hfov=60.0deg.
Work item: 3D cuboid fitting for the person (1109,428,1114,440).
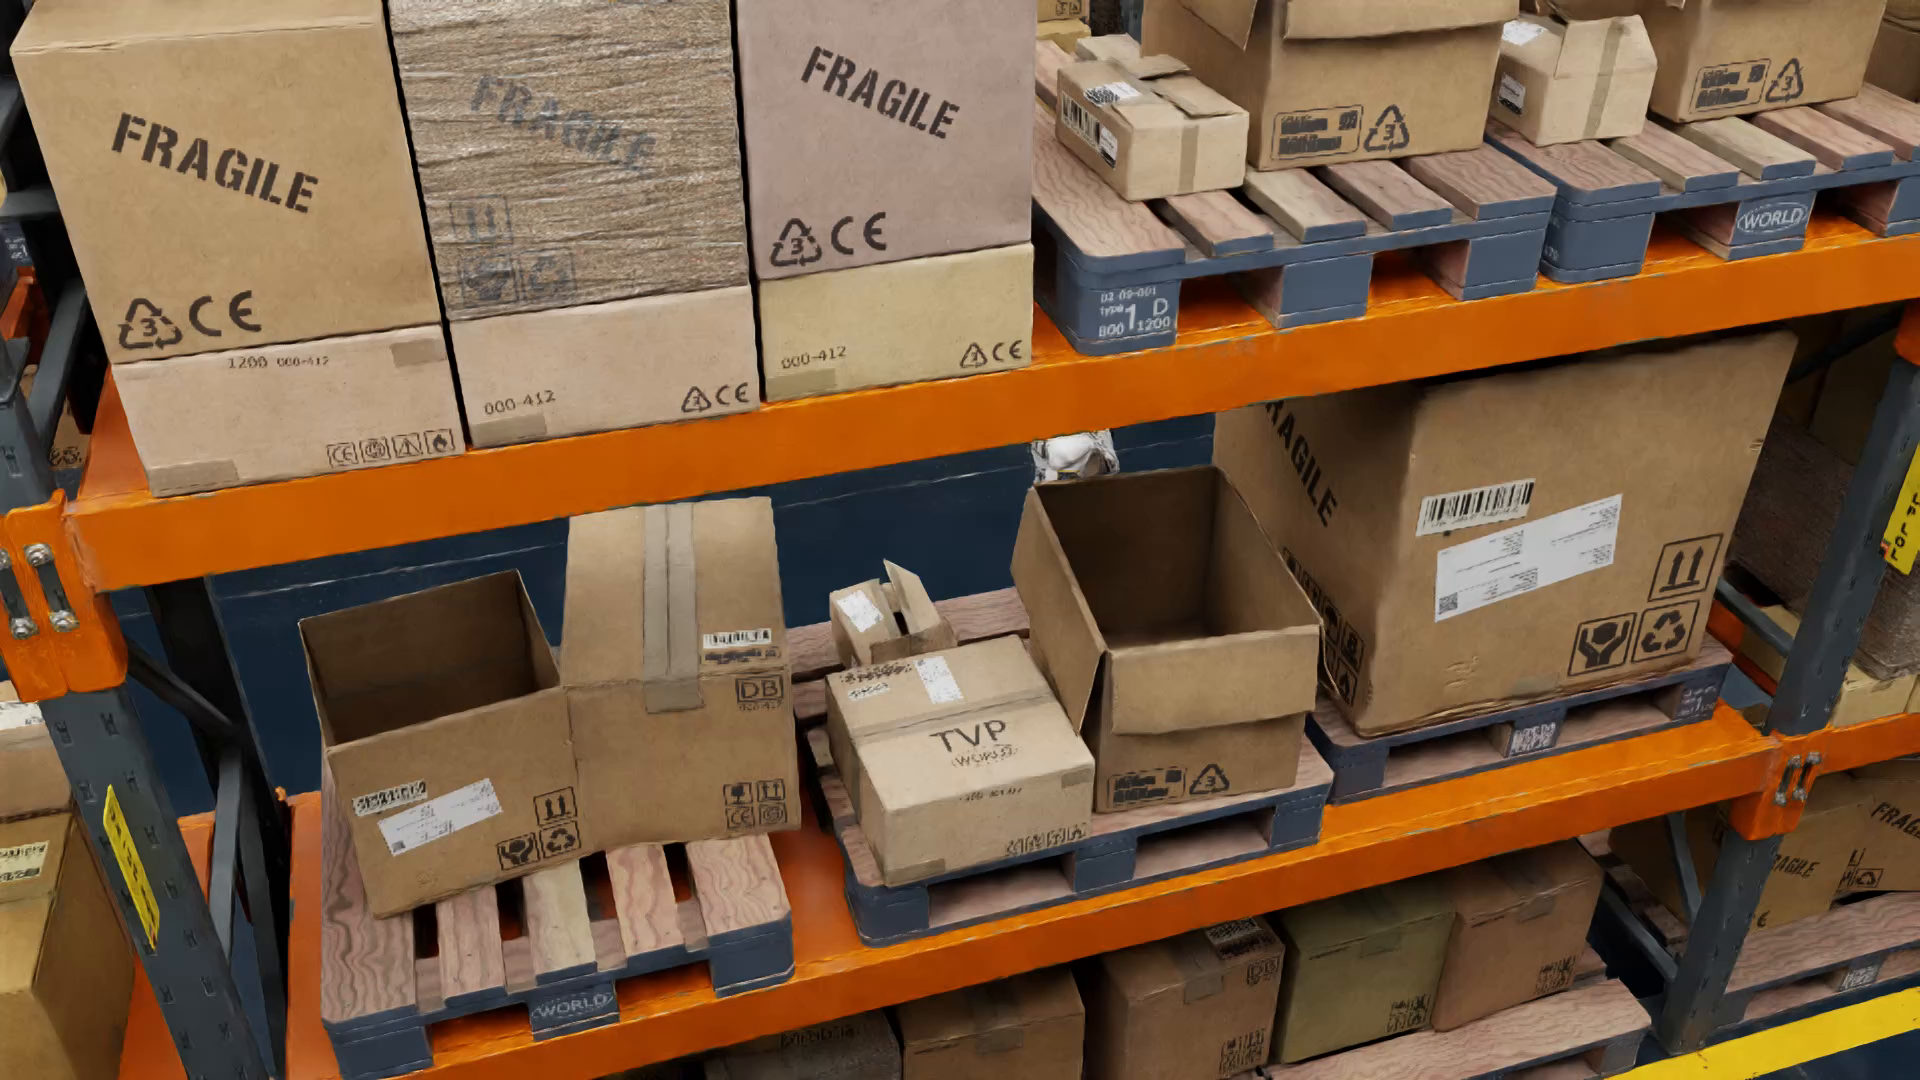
[{"bbox_3d":[0.384,-0.029,6.177,0.917,1.645,0.441,-5,34,-7],"label":"person"}]
